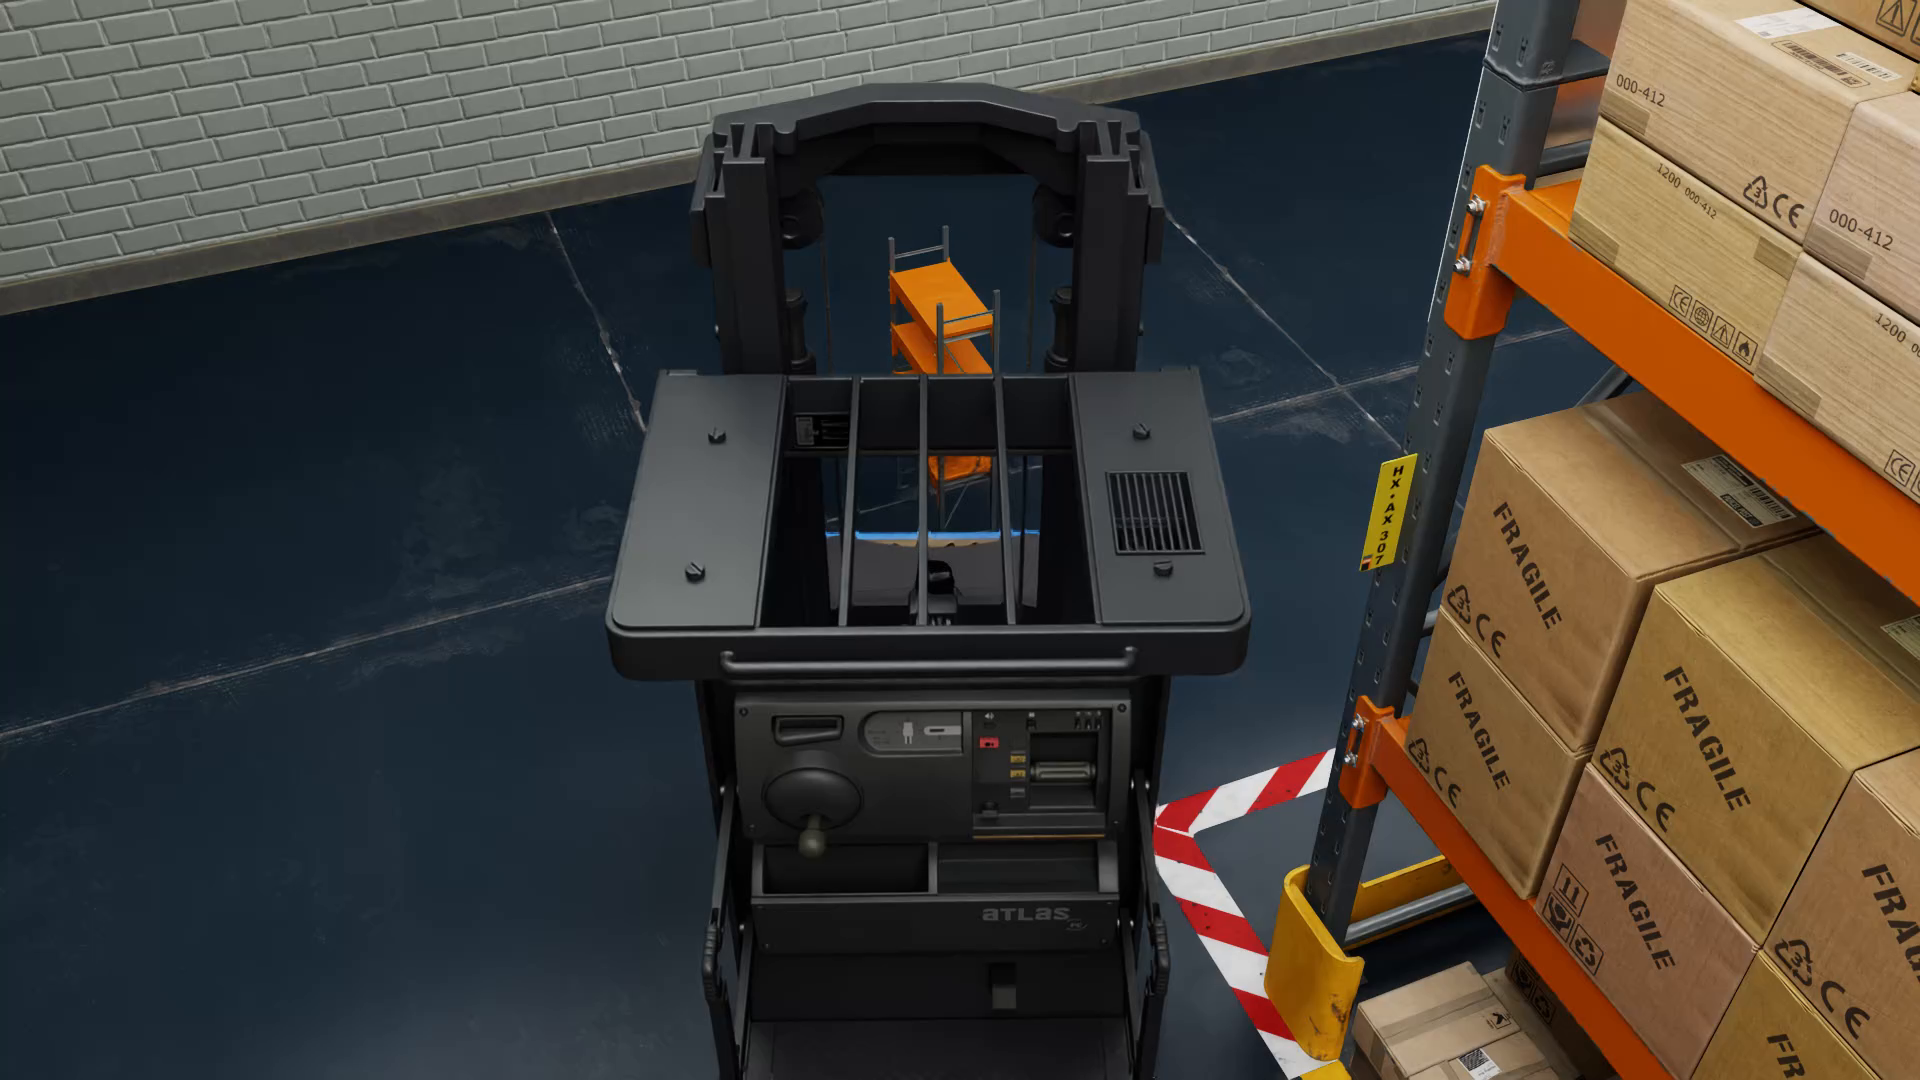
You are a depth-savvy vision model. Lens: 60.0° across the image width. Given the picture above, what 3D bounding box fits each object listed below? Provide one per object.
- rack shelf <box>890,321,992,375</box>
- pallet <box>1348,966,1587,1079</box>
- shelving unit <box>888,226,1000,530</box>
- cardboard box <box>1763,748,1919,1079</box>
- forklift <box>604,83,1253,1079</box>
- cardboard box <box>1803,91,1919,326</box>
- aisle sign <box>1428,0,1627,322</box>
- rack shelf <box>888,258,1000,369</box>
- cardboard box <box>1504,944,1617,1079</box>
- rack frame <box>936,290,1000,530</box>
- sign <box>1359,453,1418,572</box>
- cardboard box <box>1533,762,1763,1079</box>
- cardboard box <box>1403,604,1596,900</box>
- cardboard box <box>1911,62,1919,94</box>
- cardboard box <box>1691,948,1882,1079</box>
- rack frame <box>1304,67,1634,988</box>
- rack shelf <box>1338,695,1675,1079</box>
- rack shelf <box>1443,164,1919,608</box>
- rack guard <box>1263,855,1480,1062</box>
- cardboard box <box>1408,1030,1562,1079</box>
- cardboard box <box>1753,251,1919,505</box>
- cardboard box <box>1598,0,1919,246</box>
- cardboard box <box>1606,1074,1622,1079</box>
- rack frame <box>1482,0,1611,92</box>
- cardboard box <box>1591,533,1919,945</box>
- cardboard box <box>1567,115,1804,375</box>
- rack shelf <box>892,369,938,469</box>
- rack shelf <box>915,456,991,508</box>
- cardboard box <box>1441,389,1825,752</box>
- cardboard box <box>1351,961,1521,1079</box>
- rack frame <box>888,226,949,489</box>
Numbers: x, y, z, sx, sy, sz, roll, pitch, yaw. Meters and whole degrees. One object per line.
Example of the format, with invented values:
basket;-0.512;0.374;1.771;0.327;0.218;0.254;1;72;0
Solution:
rack shelf;-0.063;-0.673;6.373;0.258;0.148;0.480;-15;43;-17
pallet;1.831;1.715;4.594;1.003;0.211;1.213;-15;43;-17
shelving unit;-0.063;-0.555;6.475;0.258;1.200;0.503;-15;43;-17
cardboard box;1.816;0.664;2.834;0.500;0.500;0.500;-15;43;-16
forklift;-0.057;0.631;3.769;1.130;2.935;3.031;-1;41;-1
cardboard box;1.637;-0.460;2.416;0.500;0.250;0.500;-15;43;-17
aisle sign;1.199;-0.821;3.411;0.394;0.787;0.004;-15;43;-17
rack shelf;-0.063;-0.853;6.219;0.258;0.148;0.480;-15;43;-17
cardboard box;1.932;1.179;4.658;0.500;0.500;0.500;-15;43;-17
rack frame;0.030;-0.408;6.304;0.240;1.200;0.015;-15;43;-17
sign;0.995;-0.061;3.856;0.100;0.325;0.005;-15;43;-17
cardboard box;1.625;0.737;3.516;0.500;0.500;0.500;-16;43;-17
cardboard box;1.422;0.427;3.876;0.500;0.500;0.500;-14;43;-16
cardboard box;1.821;-0.794;2.229;0.700;0.500;0.500;-15;43;-17
cardboard box;1.814;1.040;3.163;0.500;0.500;0.500;-15;43;-17
rack frame;1.496;0.132;4.296;1.000;3.000;0.127;-15;43;-17
rack shelf;2.261;1.610;3.129;1.077;0.370;4.000;-15;43;-17
rack shelf;2.261;0.472;2.151;1.077;0.370;4.000;-15;43;-17
rack guard;1.525;1.126;5.057;1.175;0.500;0.348;-15;43;-17
cardboard box;1.434;1.528;4.508;0.380;0.166;0.250;-15;43;-17
cardboard box;1.637;-0.271;2.579;0.500;0.250;0.500;-15;43;-17
cardboard box;1.452;-0.763;2.768;0.500;0.250;0.500;-15;43;-17
cardboard box;1.633;1.707;4.235;0.500;0.250;0.500;-15;43;-17
rack frame;1.496;-2.142;2.340;1.000;3.000;0.127;-15;43;-17
cardboard box;1.629;0.361;3.186;0.500;0.500;0.500;-15;43;-16
cardboard box;1.458;-0.575;2.933;0.500;0.250;0.500;-15;43;-17
rack shelf;-0.063;-0.504;6.519;0.258;0.148;0.480;-15;43;-17
rack shelf;-0.063;-0.353;6.648;0.258;0.148;0.480;-15;43;-17
cardboard box;1.422;0.048;3.550;0.500;0.500;0.500;-14;43;-16
cardboard box;1.339;1.384;4.689;0.380;0.149;0.250;-15;43;-17
rack frame;-0.157;-0.702;6.646;0.240;1.200;0.015;-15;43;-17
